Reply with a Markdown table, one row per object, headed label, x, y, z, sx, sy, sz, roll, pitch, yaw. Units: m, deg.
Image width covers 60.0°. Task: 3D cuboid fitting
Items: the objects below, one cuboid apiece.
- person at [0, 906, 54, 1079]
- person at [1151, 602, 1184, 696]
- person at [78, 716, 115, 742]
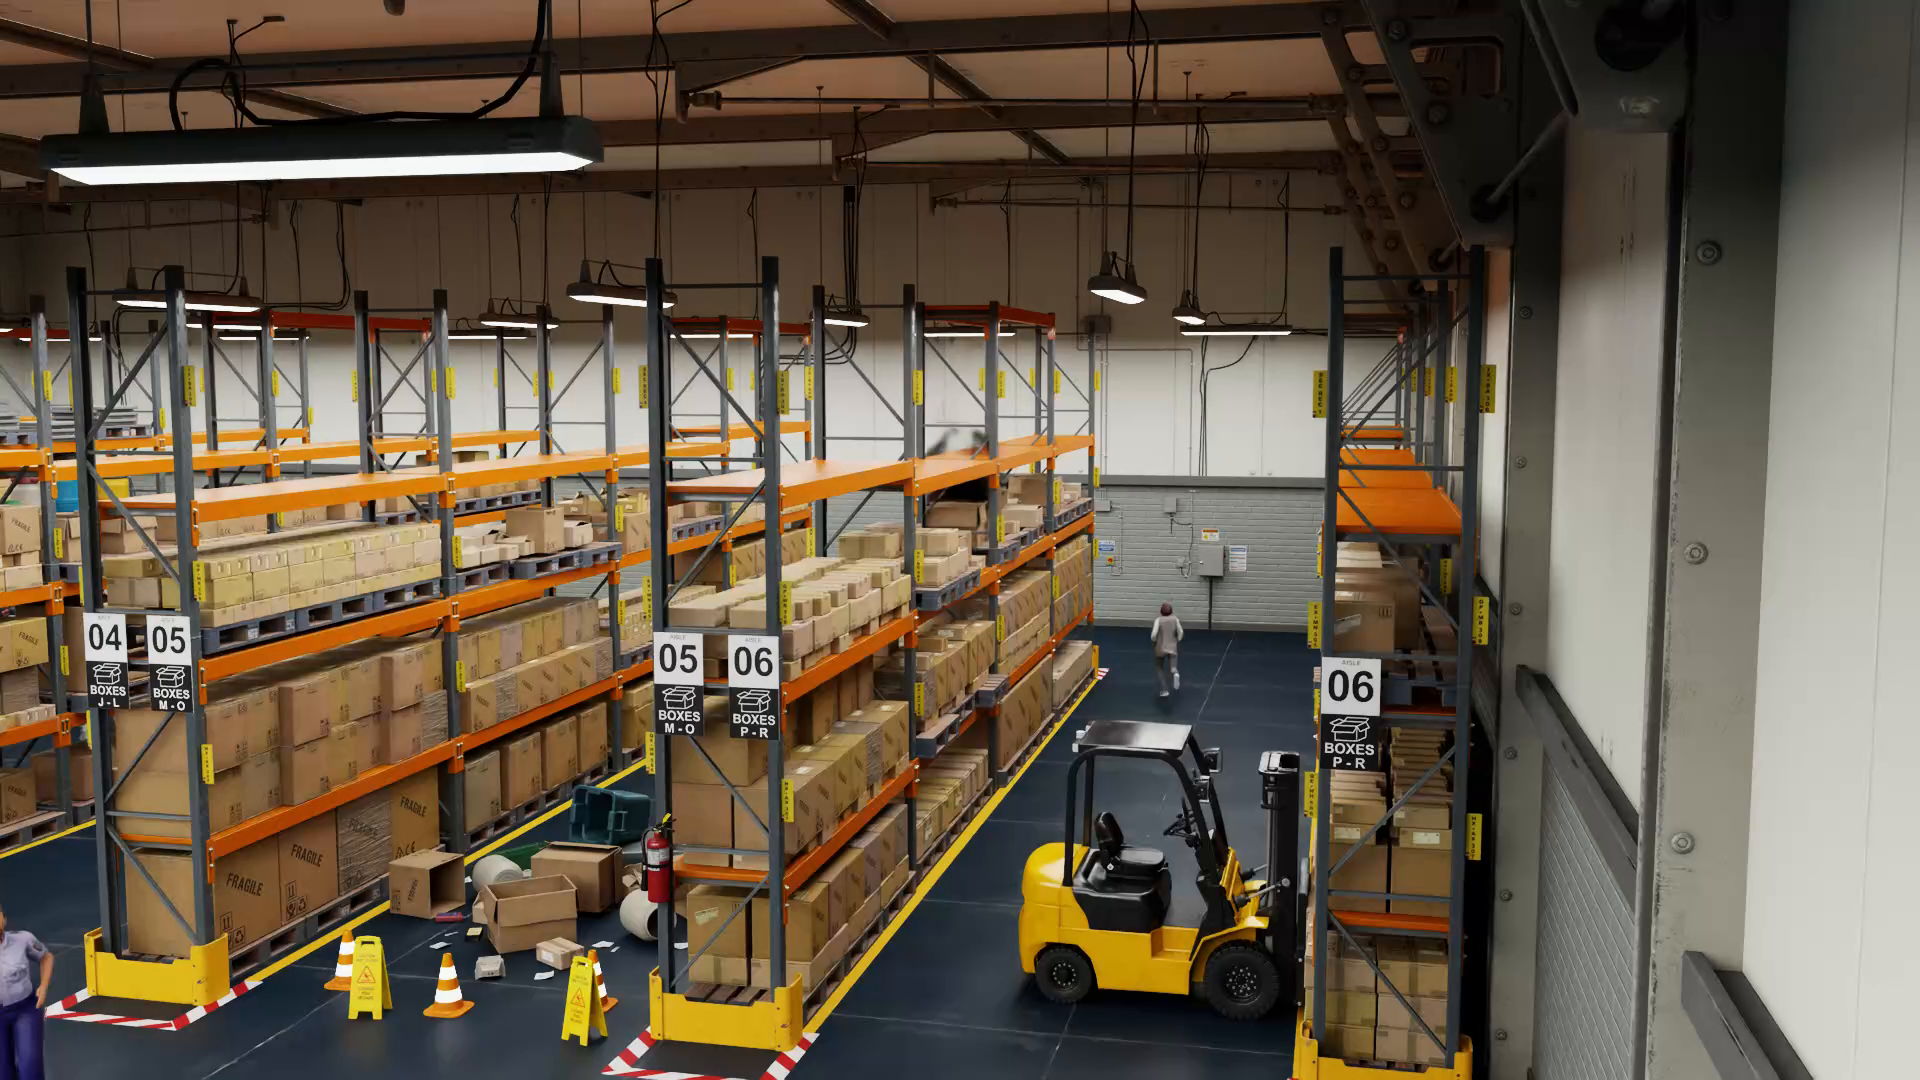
| label | x | y | z | sx | sy | sz | roll | pitch | yaw |
| --- | --- | --- | --- | --- | --- | --- | --- | --- | --- |
| person | -6.528 | 3.252 | 11.351 | 0.651 | 1.622 | 0.664 | -4 | 7 | -35 |
| person | 3.271 | 1.759 | 26.252 | 0.534 | 1.561 | 0.769 | 0 | 6 | -4 |
| person | -12.204 | 1.897 | 23.541 | 0.651 | 1.837 | 0.886 | 0 | 6 | -1 |
